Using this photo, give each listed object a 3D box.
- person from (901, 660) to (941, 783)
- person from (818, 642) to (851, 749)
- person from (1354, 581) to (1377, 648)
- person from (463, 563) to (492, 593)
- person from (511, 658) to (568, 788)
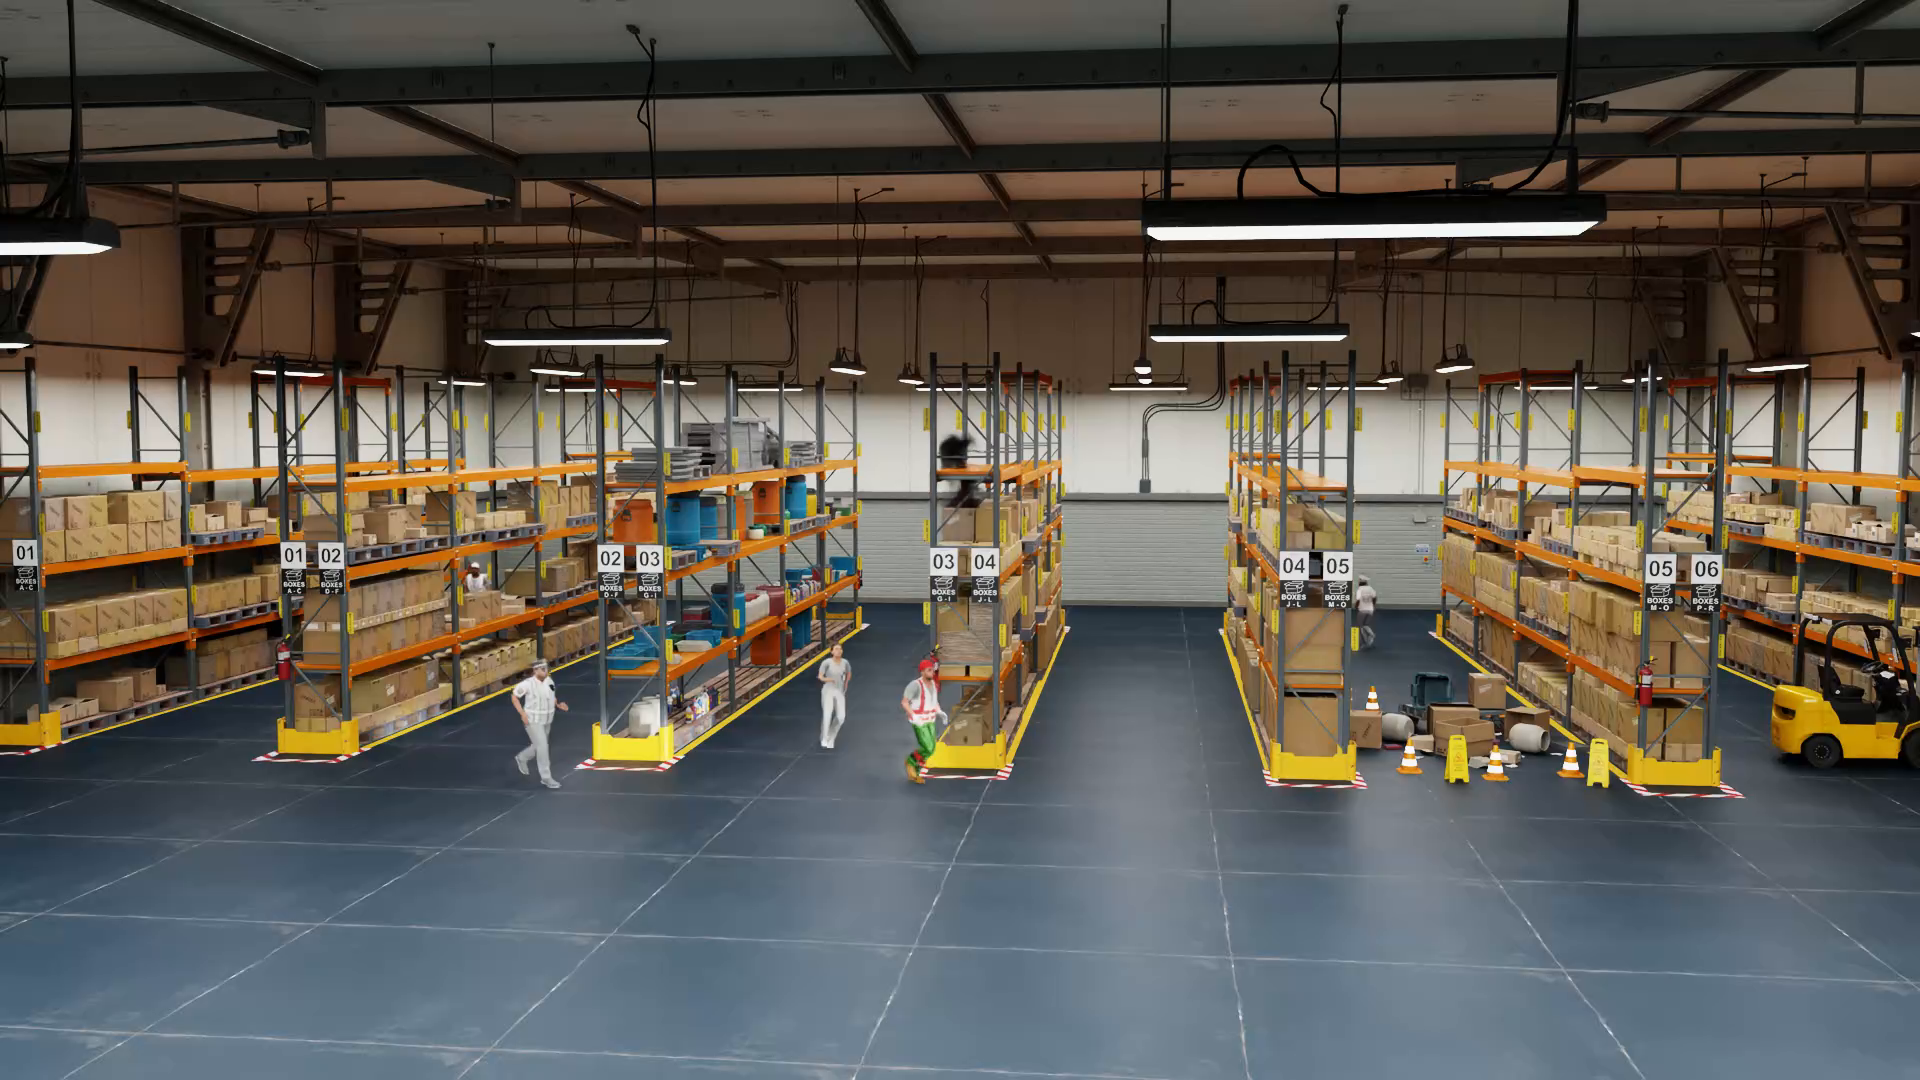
[{"bbox_3d":[-0.520,2.513,23.029,0.533,1.732,0.628,3,5,41],"label":"person"},{"bbox_3d":[-1.900,2.389,25.441,0.562,1.637,0.645,-1,4,-14],"label":"person"},{"bbox_3d":[9.012,1.649,36.827,0.571,1.523,0.532,-2,4,-21],"label":"person"},{"bbox_3d":[-11.313,1.386,38.962,0.678,1.724,0.643,0,4,4],"label":"person"},{"bbox_3d":[-5.888,2.504,23.019,0.952,1.778,0.638,2,5,31],"label":"person"}]
